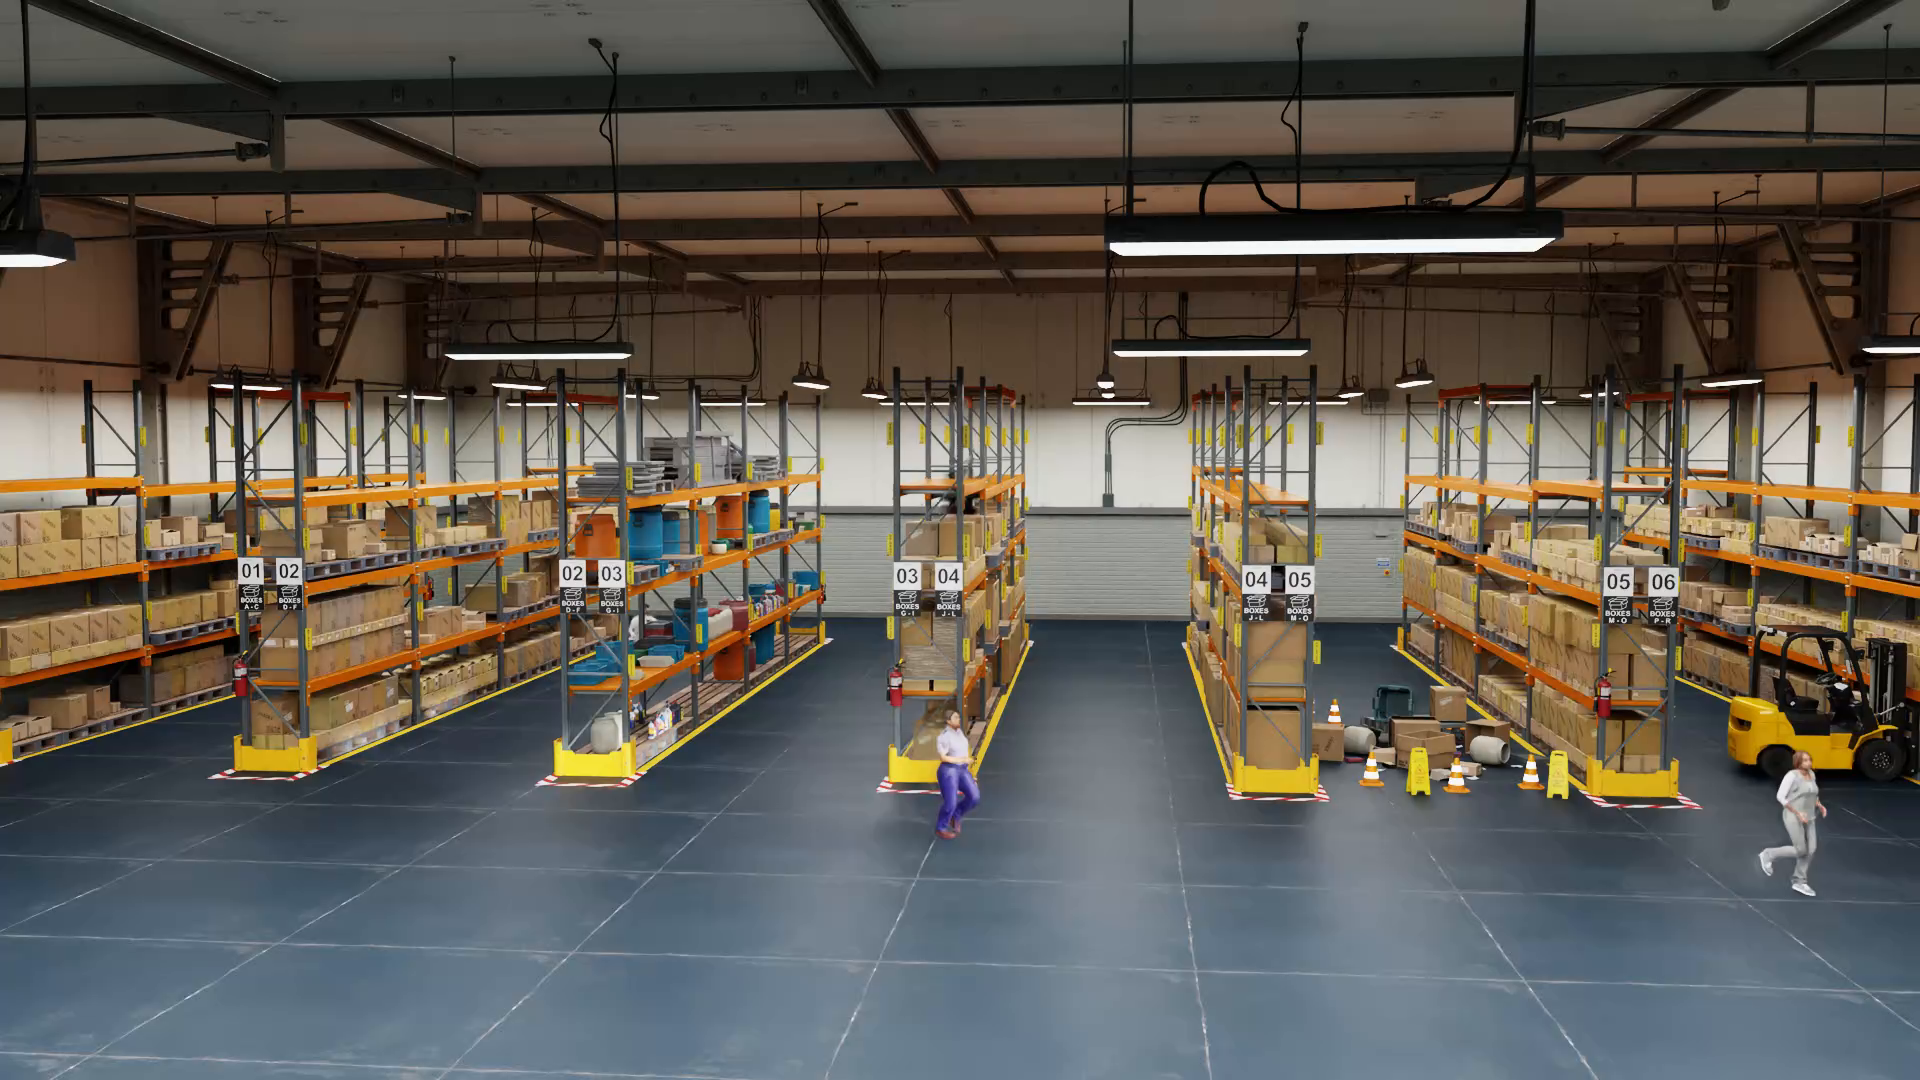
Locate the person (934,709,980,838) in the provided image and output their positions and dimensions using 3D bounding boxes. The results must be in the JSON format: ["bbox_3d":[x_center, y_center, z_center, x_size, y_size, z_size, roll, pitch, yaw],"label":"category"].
[{"bbox_3d":[-0.047,2.905,20.651,0.601,1.609,0.581,3,4,37],"label":"person"}]

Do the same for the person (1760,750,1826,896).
[{"bbox_3d":[9.231,3.090,18.391,0.539,1.579,0.614,-2,4,-24],"label":"person"}]

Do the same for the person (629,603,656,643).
[{"bbox_3d":[-6.316,2.093,33.212,0.634,1.723,0.826,0,4,8],"label":"person"}]
